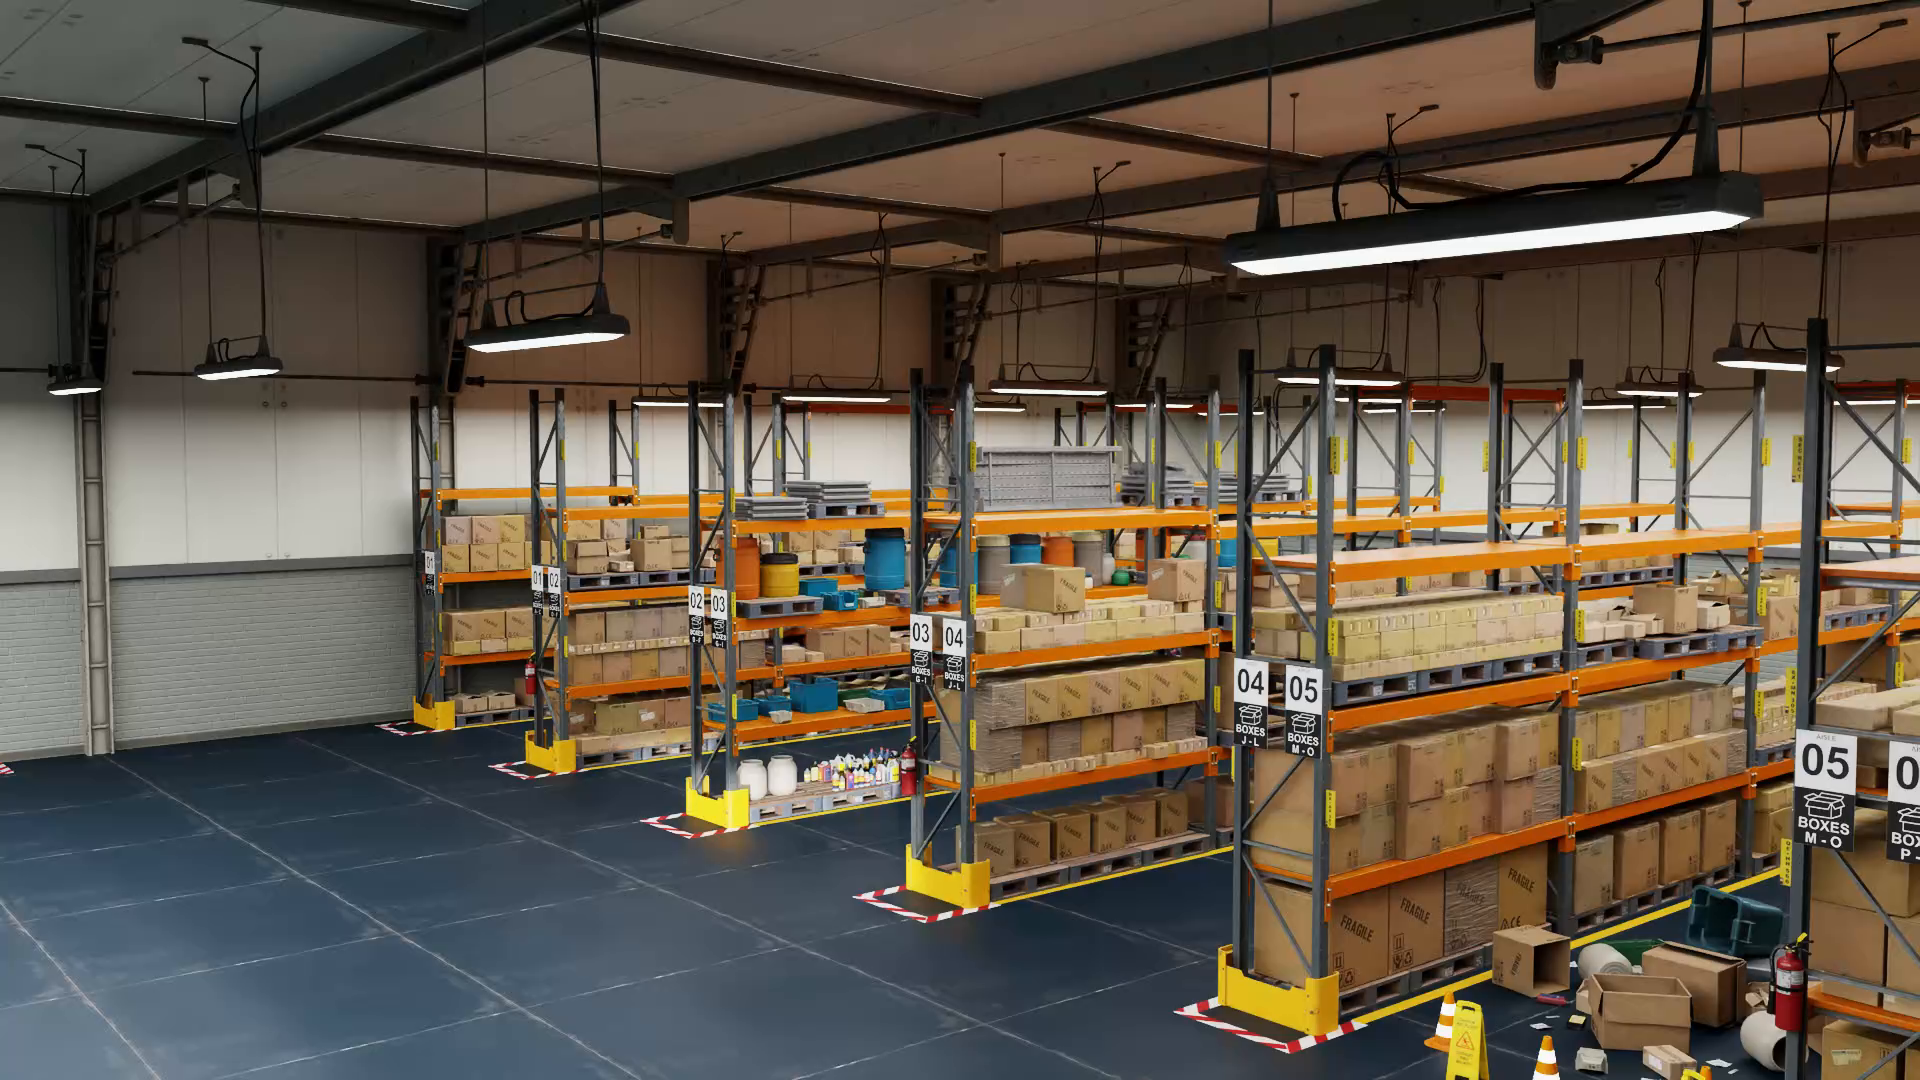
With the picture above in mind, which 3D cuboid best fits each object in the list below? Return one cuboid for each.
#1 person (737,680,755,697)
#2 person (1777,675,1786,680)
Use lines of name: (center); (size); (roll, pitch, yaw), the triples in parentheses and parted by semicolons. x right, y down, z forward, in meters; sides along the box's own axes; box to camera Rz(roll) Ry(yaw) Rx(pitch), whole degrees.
person: (-3.971, 2.560, 30.711); (0.581, 1.568, 0.924); (3, 4, 41)
person: (12.568, 2.872, 25.118); (1.077, 1.732, 0.750); (-3, 4, -42)
